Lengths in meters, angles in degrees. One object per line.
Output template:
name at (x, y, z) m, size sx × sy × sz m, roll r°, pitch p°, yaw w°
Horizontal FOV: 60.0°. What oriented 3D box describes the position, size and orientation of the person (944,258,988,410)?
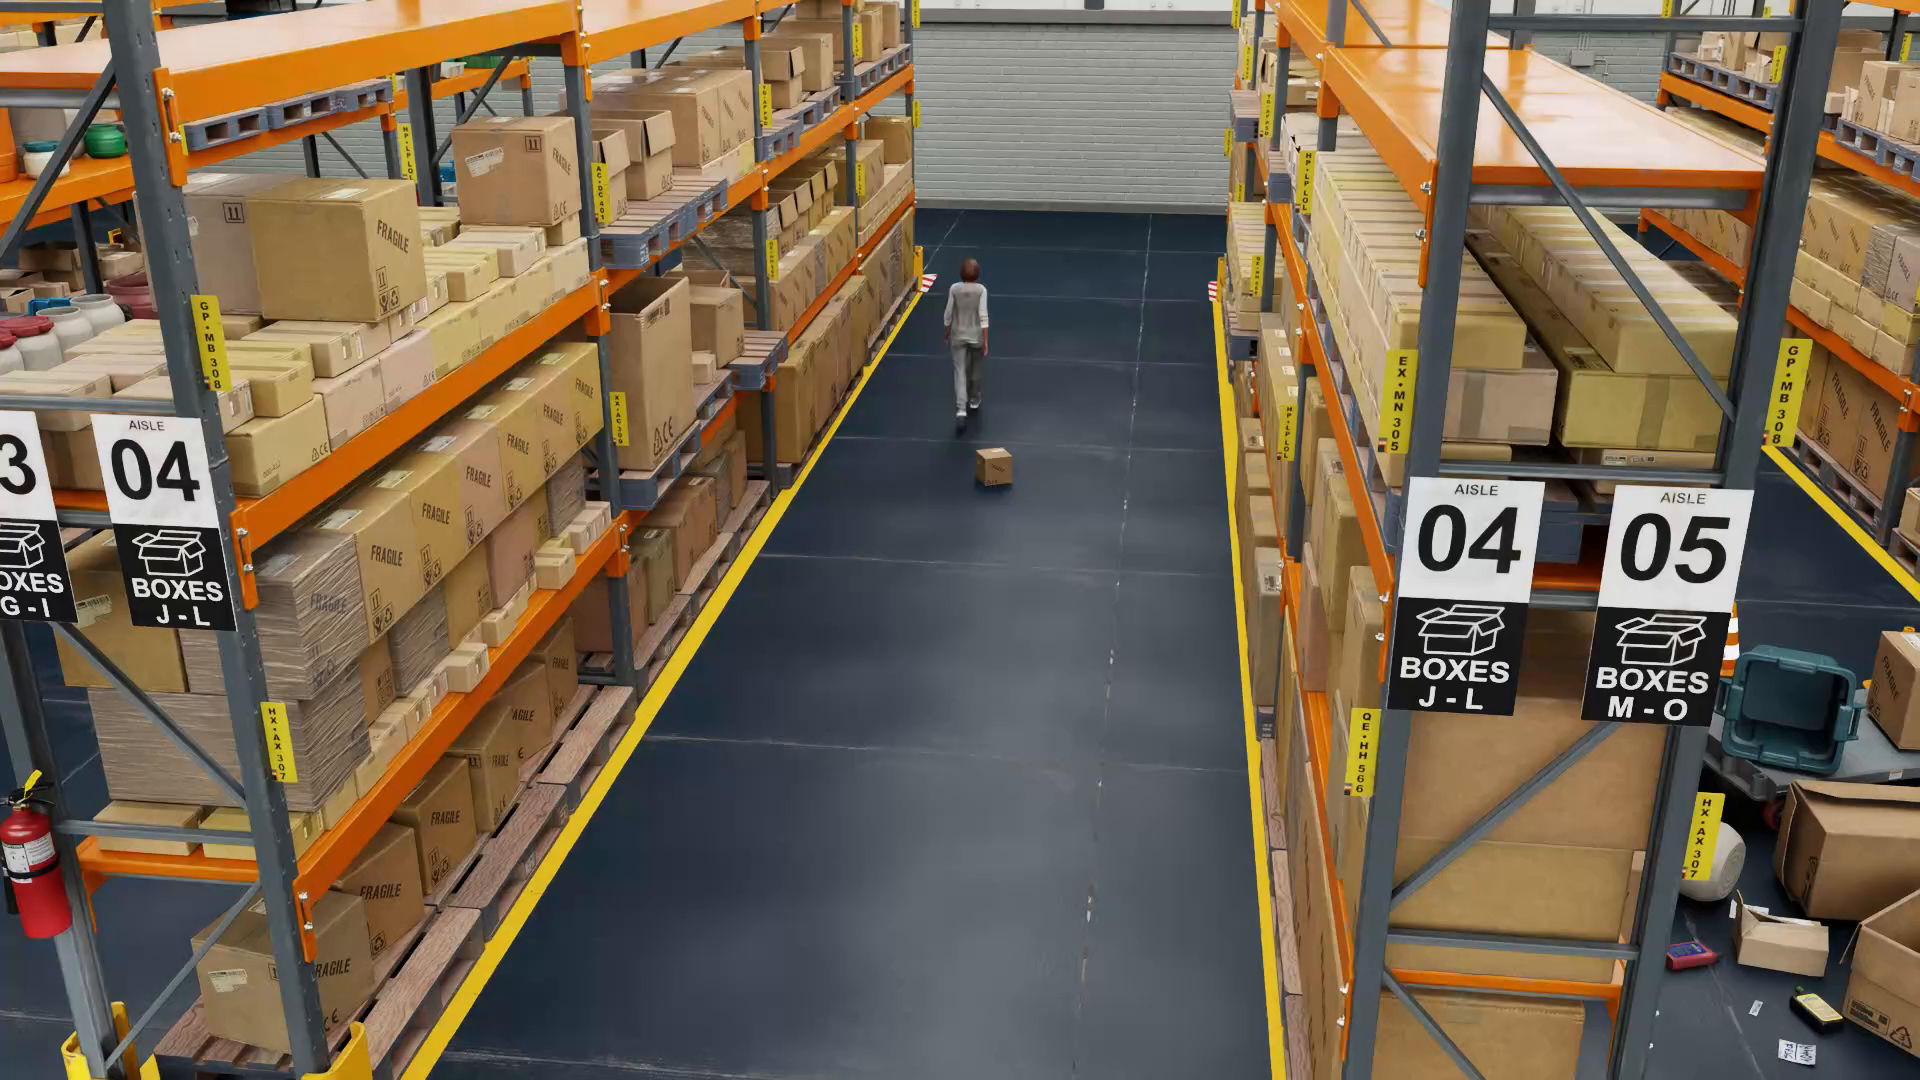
person at (0.053, -1.954, 15.983) m, size 0.436 × 1.493 × 0.780 m, roll 1°, pitch 22°, yaw 2°
